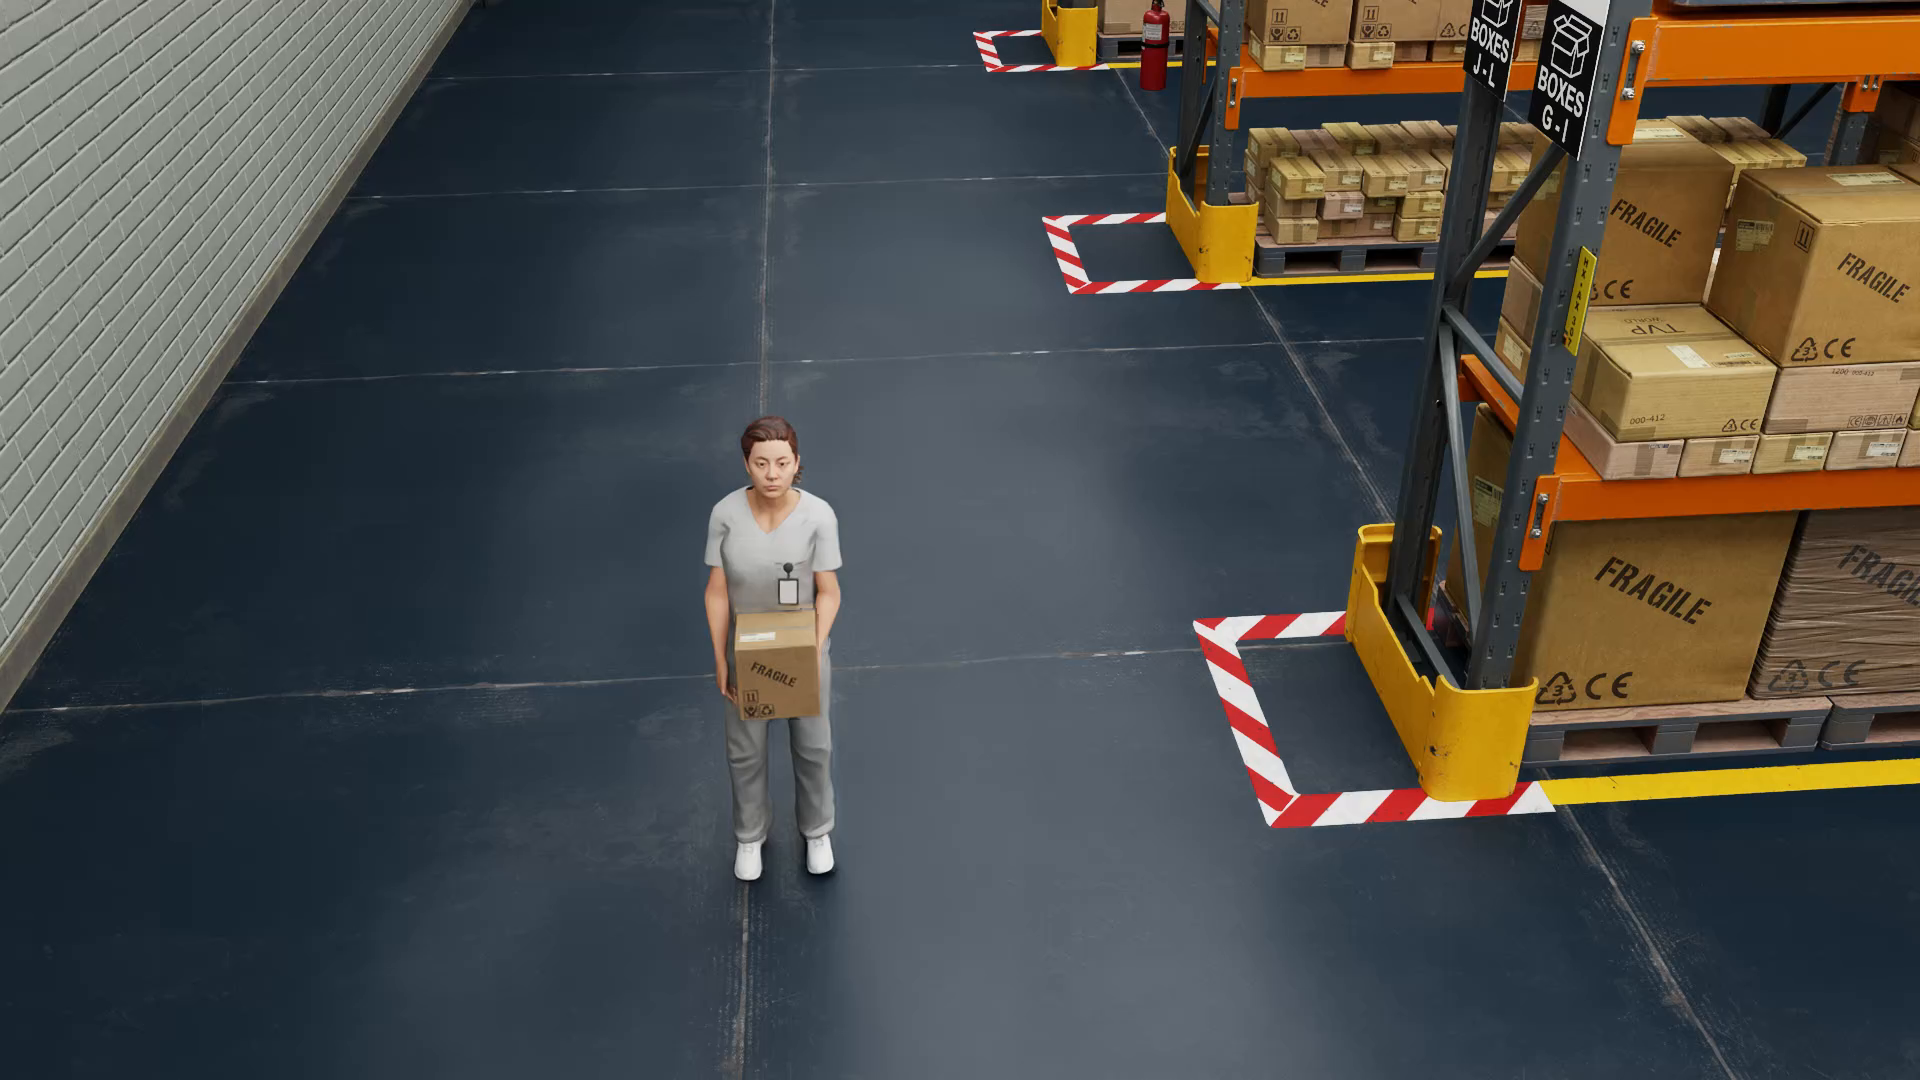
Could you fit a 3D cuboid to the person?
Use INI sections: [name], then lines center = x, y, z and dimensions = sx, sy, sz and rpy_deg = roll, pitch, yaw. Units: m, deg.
[person]
center = -0.600, 0.406, 5.466
dimensions = 0.445, 1.673, 0.544
rpy_deg = 0, 31, 0
